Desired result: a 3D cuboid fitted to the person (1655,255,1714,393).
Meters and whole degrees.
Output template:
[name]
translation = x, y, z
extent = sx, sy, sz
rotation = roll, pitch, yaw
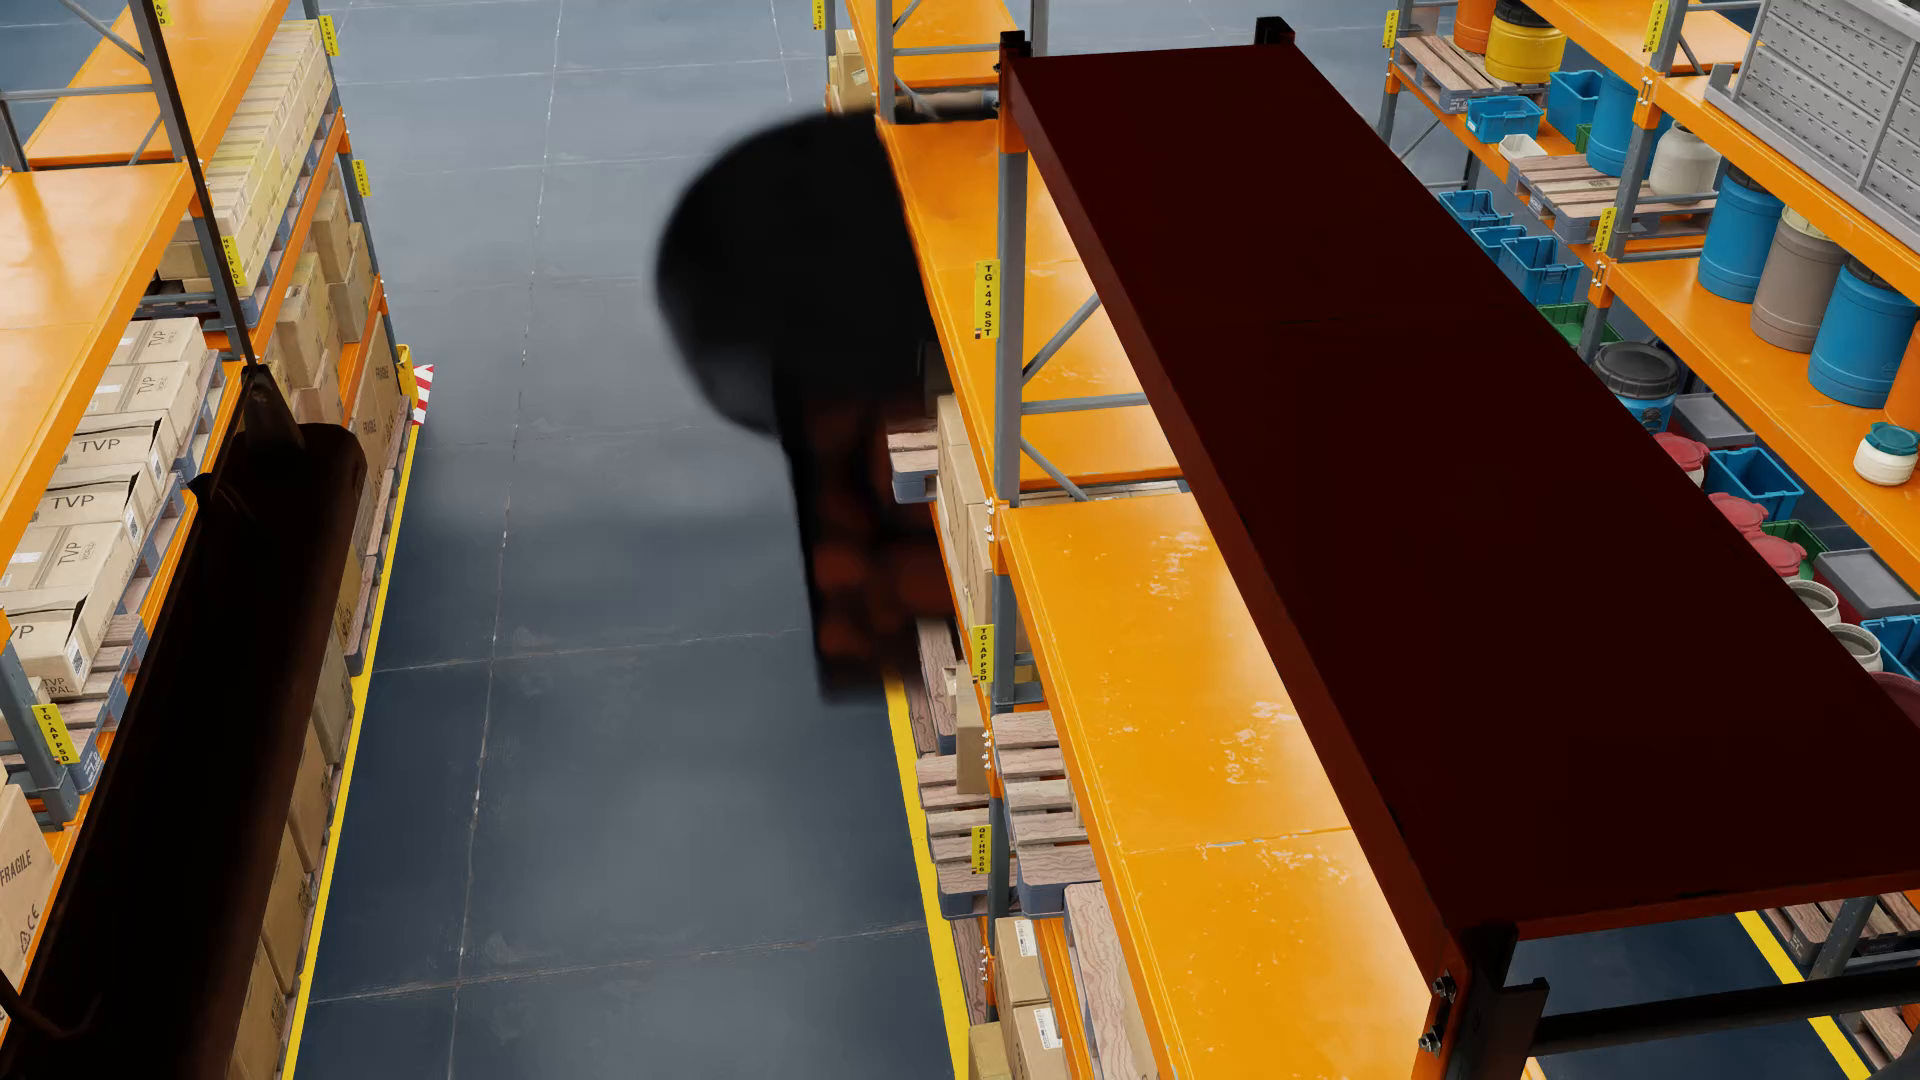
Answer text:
[person]
translation = 6.326, -1.910, 14.240
extent = 0.546, 1.635, 0.901
rotation = -13, 38, -18
